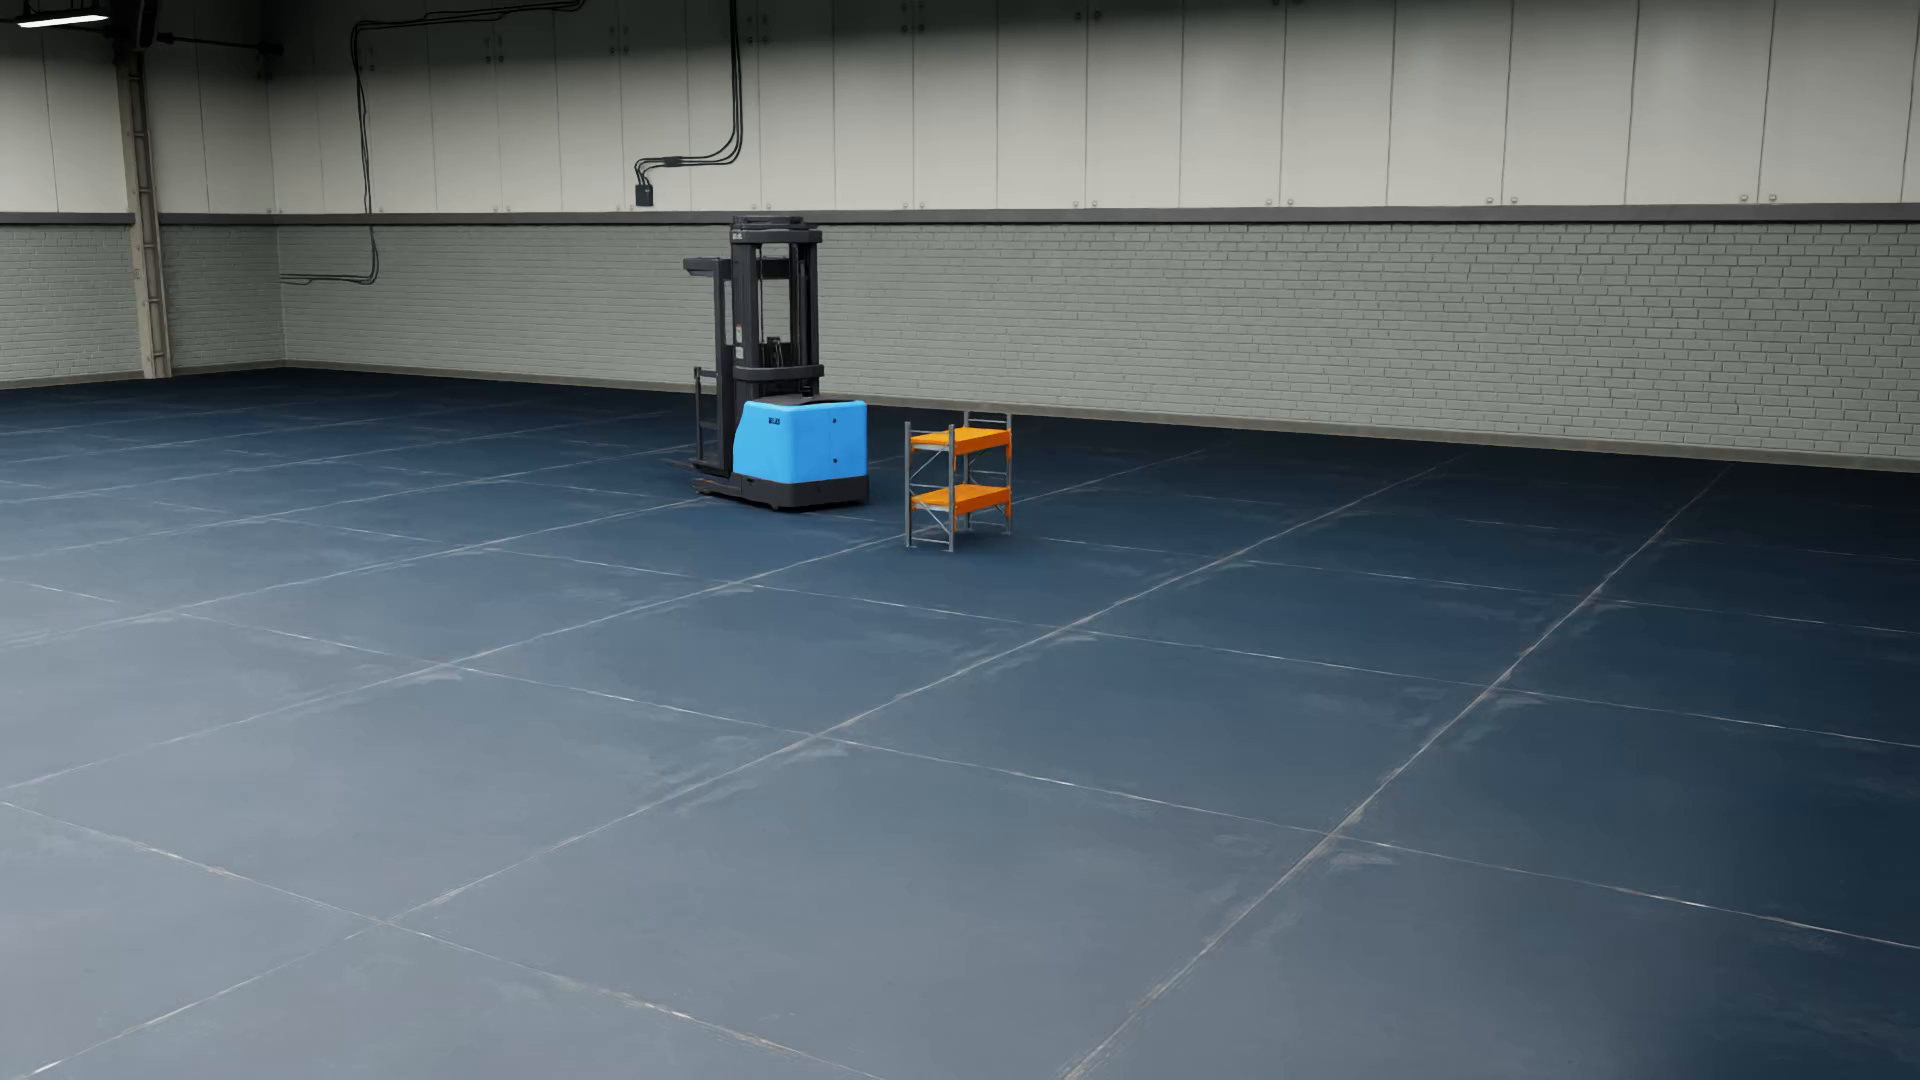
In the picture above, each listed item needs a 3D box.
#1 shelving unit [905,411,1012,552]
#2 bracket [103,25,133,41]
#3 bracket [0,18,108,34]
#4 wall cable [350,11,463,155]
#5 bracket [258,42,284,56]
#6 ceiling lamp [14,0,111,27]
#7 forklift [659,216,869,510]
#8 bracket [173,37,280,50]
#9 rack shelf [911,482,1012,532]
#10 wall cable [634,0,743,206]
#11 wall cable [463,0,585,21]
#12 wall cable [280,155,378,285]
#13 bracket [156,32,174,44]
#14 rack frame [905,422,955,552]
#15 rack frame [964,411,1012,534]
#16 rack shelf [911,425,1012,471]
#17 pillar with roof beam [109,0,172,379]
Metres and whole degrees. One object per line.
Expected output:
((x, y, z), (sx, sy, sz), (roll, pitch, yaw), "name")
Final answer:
((-0.004, -0.552, 15.141), (0.538, 1.125, 1.048), (6, 12, 31), "shelving unit")
((-15.281, -9.202, 30.168), (0.235, 0.232, 0.430), (6, 12, 31), "bracket")
((-16.619, -8.797, 28.003), (0.076, 0.066, 4.783), (6, 12, 31), "bracket")
((-10.397, -8.567, 31.269), (3.097, 2.526, 0.112), (6, 12, 31), "wall cable")
((-13.620, -9.705, 32.856), (0.235, 0.232, 0.430), (6, 12, 31), "bracket")
((-13.316, -9.340, 24.822), (2.000, 3.185, 0.800), (6, 12, 31), "ceiling lamp")
((-2.243, -1.966, 17.786), (1.130, 2.935, 3.031), (-8, 13, -37), "forklift")
((-13.926, -9.613, 32.360), (0.076, 0.066, 3.189), (6, 12, 31), "bracket")
((-0.004, -0.312, 15.186), (0.538, 0.278, 1.000), (6, 12, 31), "rack shelf")
((-4.604, -8.631, 27.658), (2.305, 6.003, 0.169), (6, 12, 31), "wall cable")
((-7.752, -10.507, 29.271), (3.097, 2.526, 0.112), (6, 12, 31), "wall cable")
((-12.709, -6.343, 33.114), (3.097, 2.526, 0.112), (6, 12, 31), "wall cable")
((-14.850, -9.333, 30.865), (0.235, 0.232, 0.430), (6, 12, 31), "bracket")
((-0.267, -0.472, 14.714), (0.500, 1.125, 0.032), (6, 12, 31), "rack frame")
((0.260, -0.632, 15.568), (0.500, 1.125, 0.032), (6, 12, 31), "rack frame")
((-0.004, -0.840, 15.087), (0.538, 0.278, 1.000), (6, 12, 31), "rack shelf")
((-11.690, -7.121, 28.832), (9.100, 9.000, 0.548), (6, 12, 31), "pillar with roof beam")
